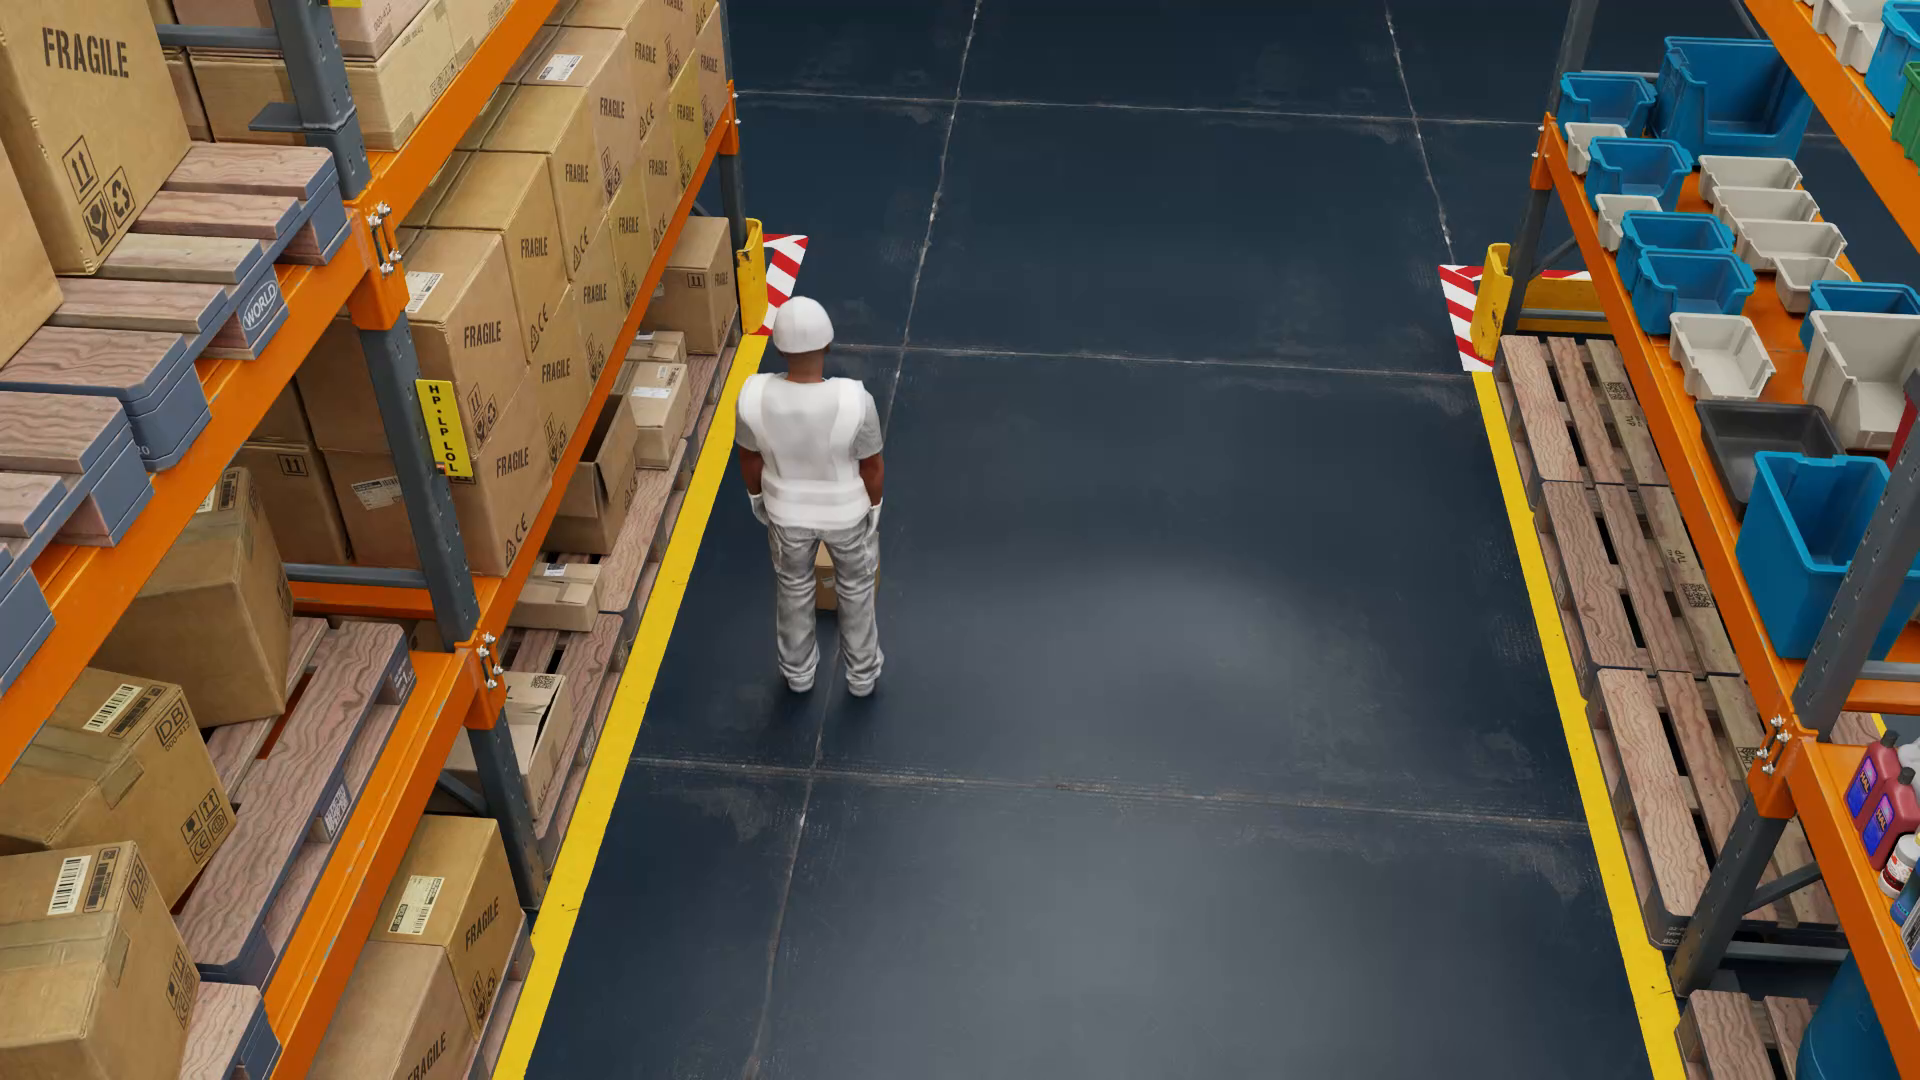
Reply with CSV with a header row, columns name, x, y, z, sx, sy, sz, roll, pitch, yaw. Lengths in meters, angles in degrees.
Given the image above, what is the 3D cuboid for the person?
name,x,y,z,sx,sy,sz,roll,pitch,yaw
person,-0.549,-0.135,6.307,0.547,1.777,0.354,4,40,5
